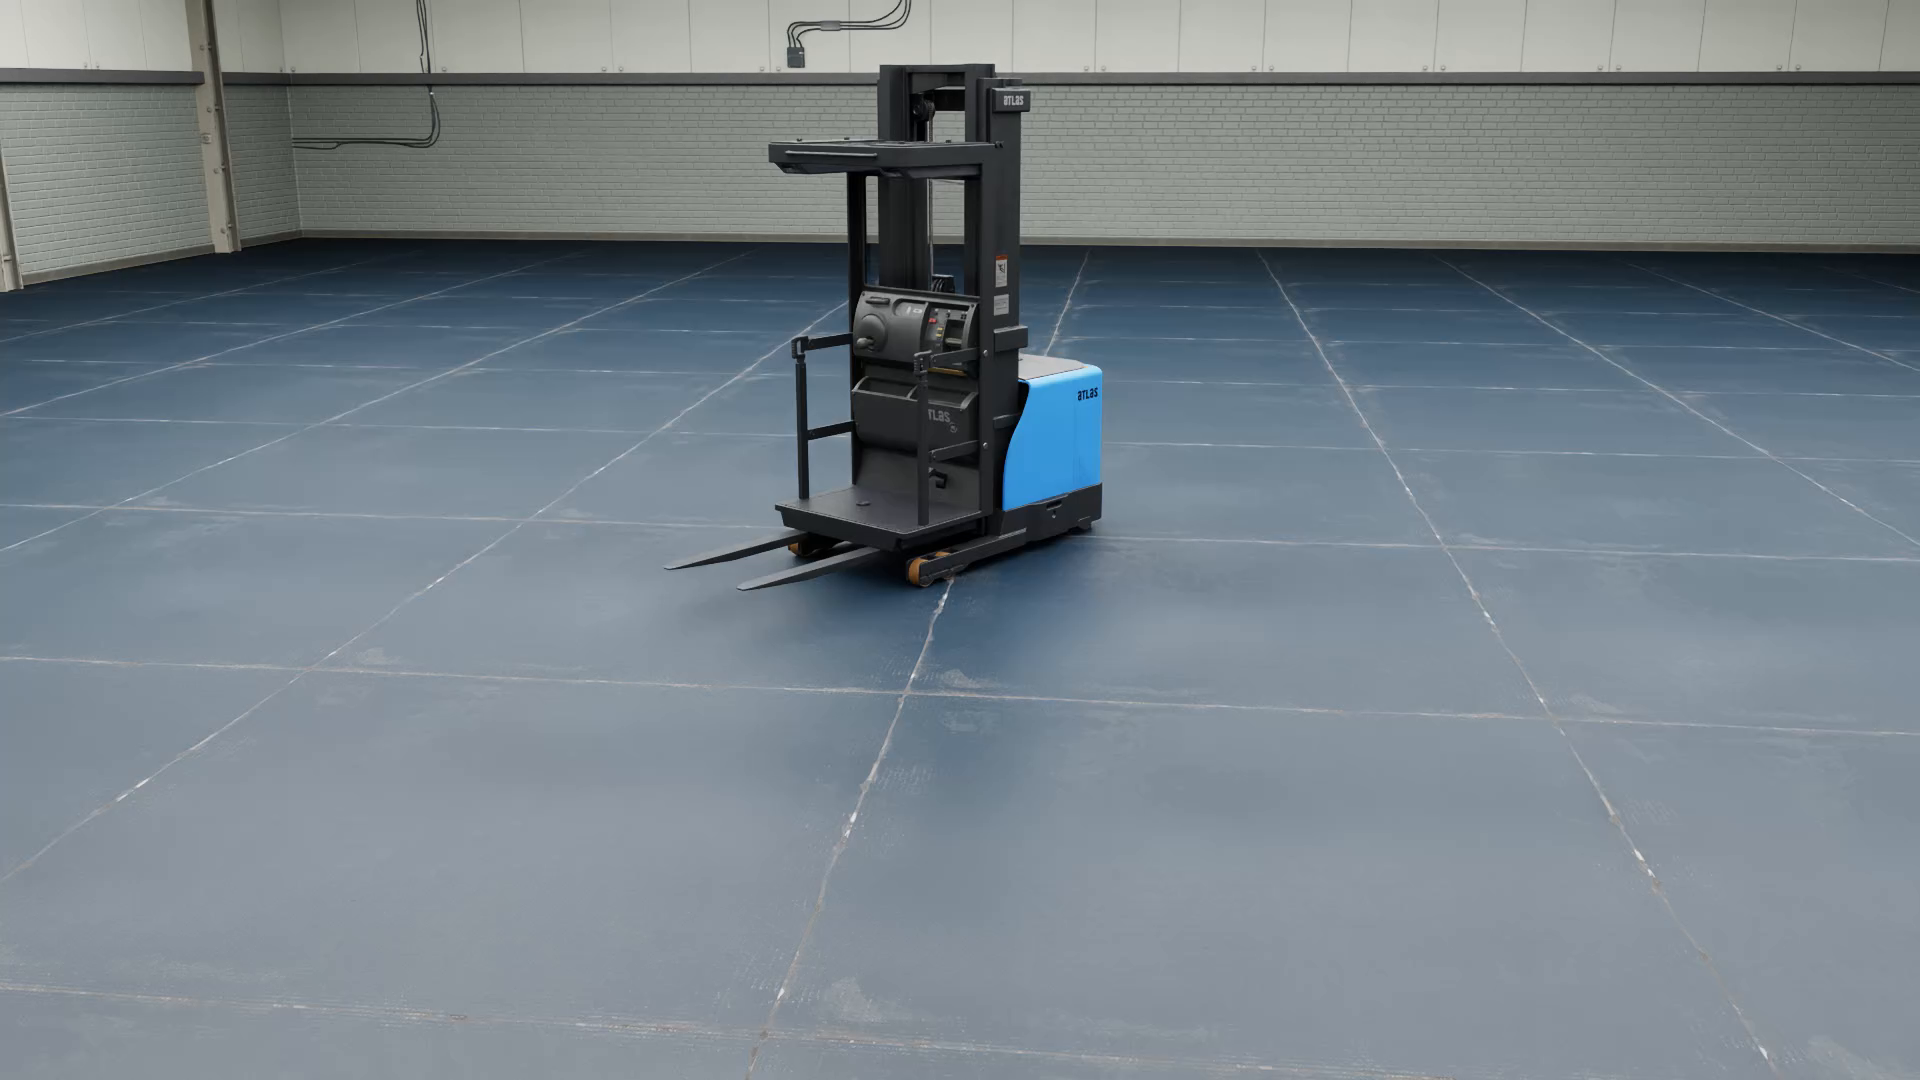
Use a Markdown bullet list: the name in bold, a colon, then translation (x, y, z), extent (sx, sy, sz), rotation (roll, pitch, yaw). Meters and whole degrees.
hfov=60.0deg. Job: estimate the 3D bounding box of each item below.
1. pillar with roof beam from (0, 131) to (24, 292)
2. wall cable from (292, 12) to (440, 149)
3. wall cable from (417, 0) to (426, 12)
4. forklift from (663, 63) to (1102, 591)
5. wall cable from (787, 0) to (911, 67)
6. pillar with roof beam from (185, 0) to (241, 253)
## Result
- **pillar with roof beam**: translation (-9.508, -7.825, 22.359), extent (9.100, 9.000, 0.400), rotation (2, 15, 6)
- **wall cable**: translation (-11.462, -8.734, 31.670), extent (3.097, 2.526, 0.112), rotation (2, 15, 6)
- **wall cable**: translation (-8.774, -11.092, 30.716), extent (3.097, 2.526, 0.112), rotation (2, 15, 6)
- **forklift**: translation (-0.412, -1.290, 9.819), extent (1.130, 2.935, 3.031), rotation (13, 20, 39)
- **wall cable**: translation (-2.031, -11.591, 29.772), extent (2.305, 6.003, 0.169), rotation (2, 15, 6)
- **pillar with roof beam**: translation (-8.831, -9.381, 28.114), extent (9.100, 9.000, 0.400), rotation (2, 15, 6)
